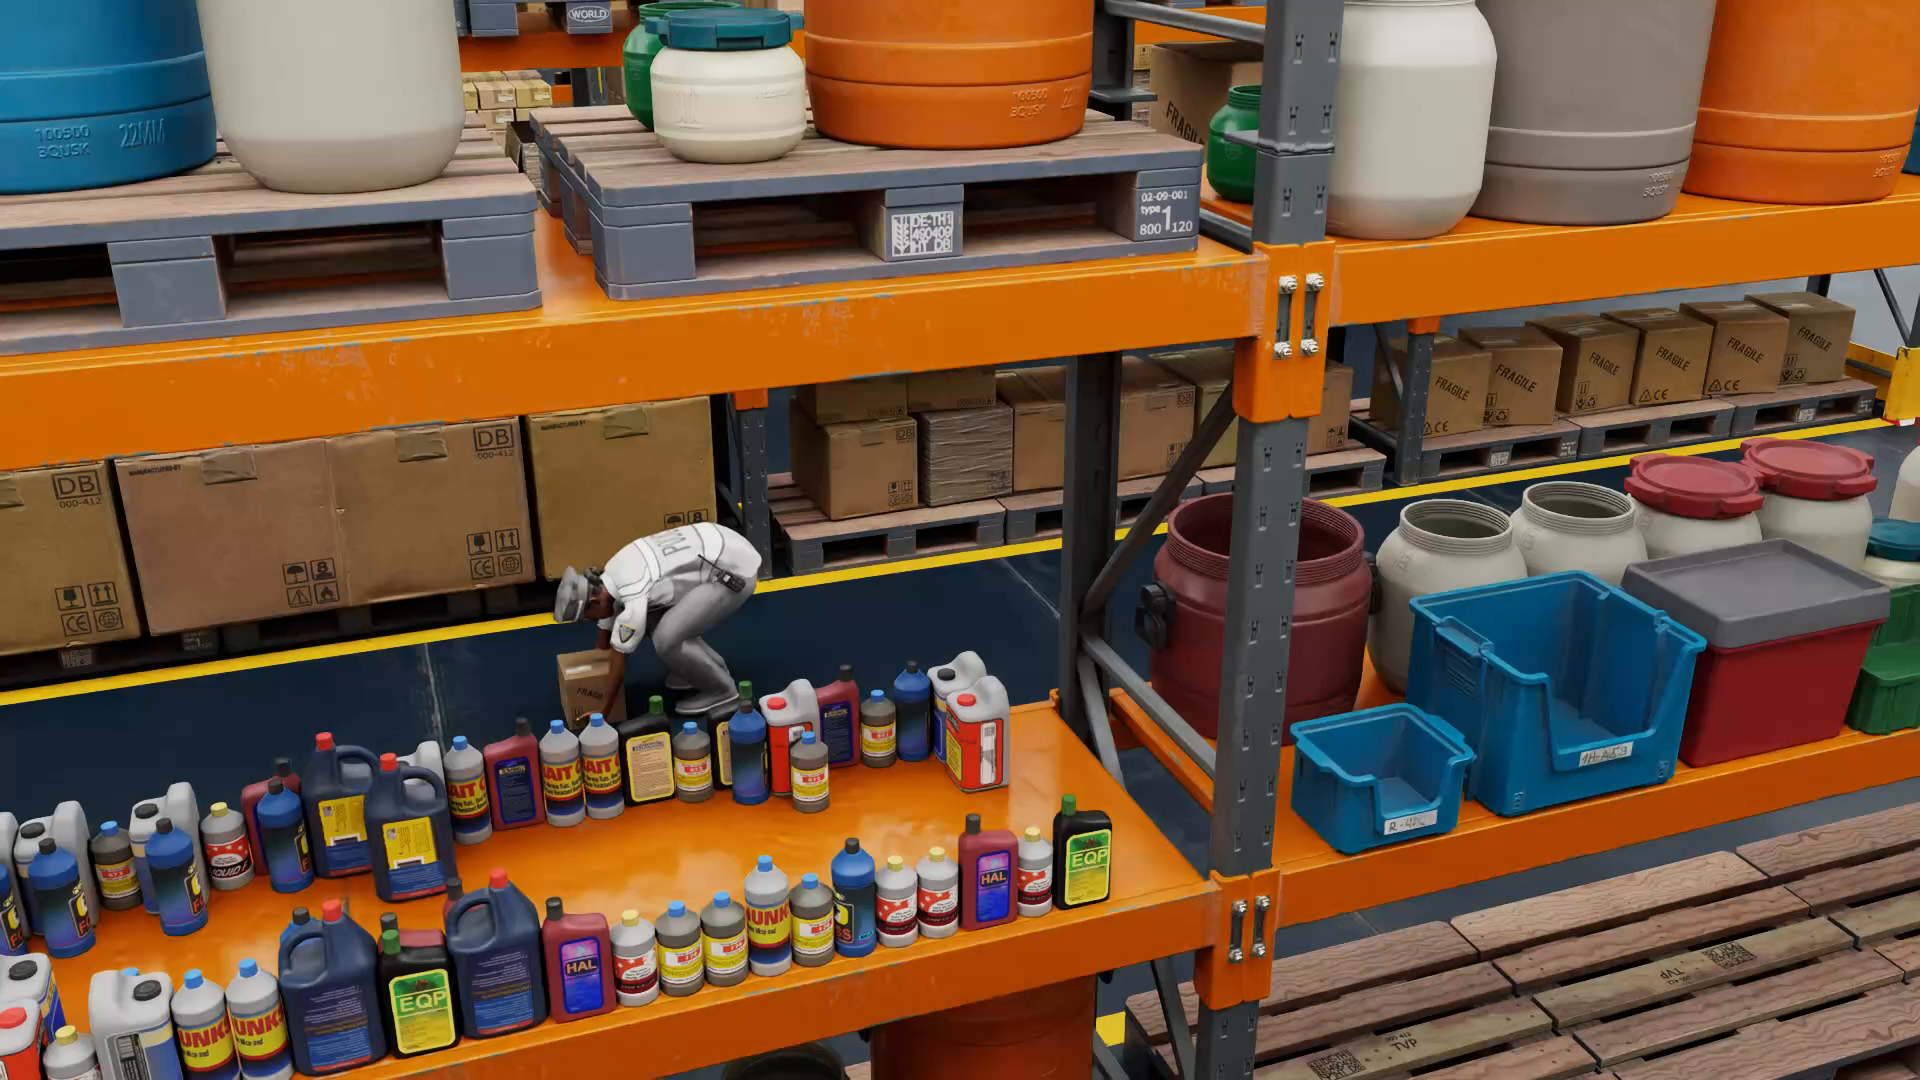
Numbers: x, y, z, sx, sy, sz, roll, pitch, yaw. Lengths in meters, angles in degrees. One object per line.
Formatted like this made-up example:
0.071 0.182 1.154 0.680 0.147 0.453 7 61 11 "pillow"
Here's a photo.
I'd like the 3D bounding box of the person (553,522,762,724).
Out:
-1.325 0.370 7.350 0.919 0.822 0.469 -9 24 -21 "person"
